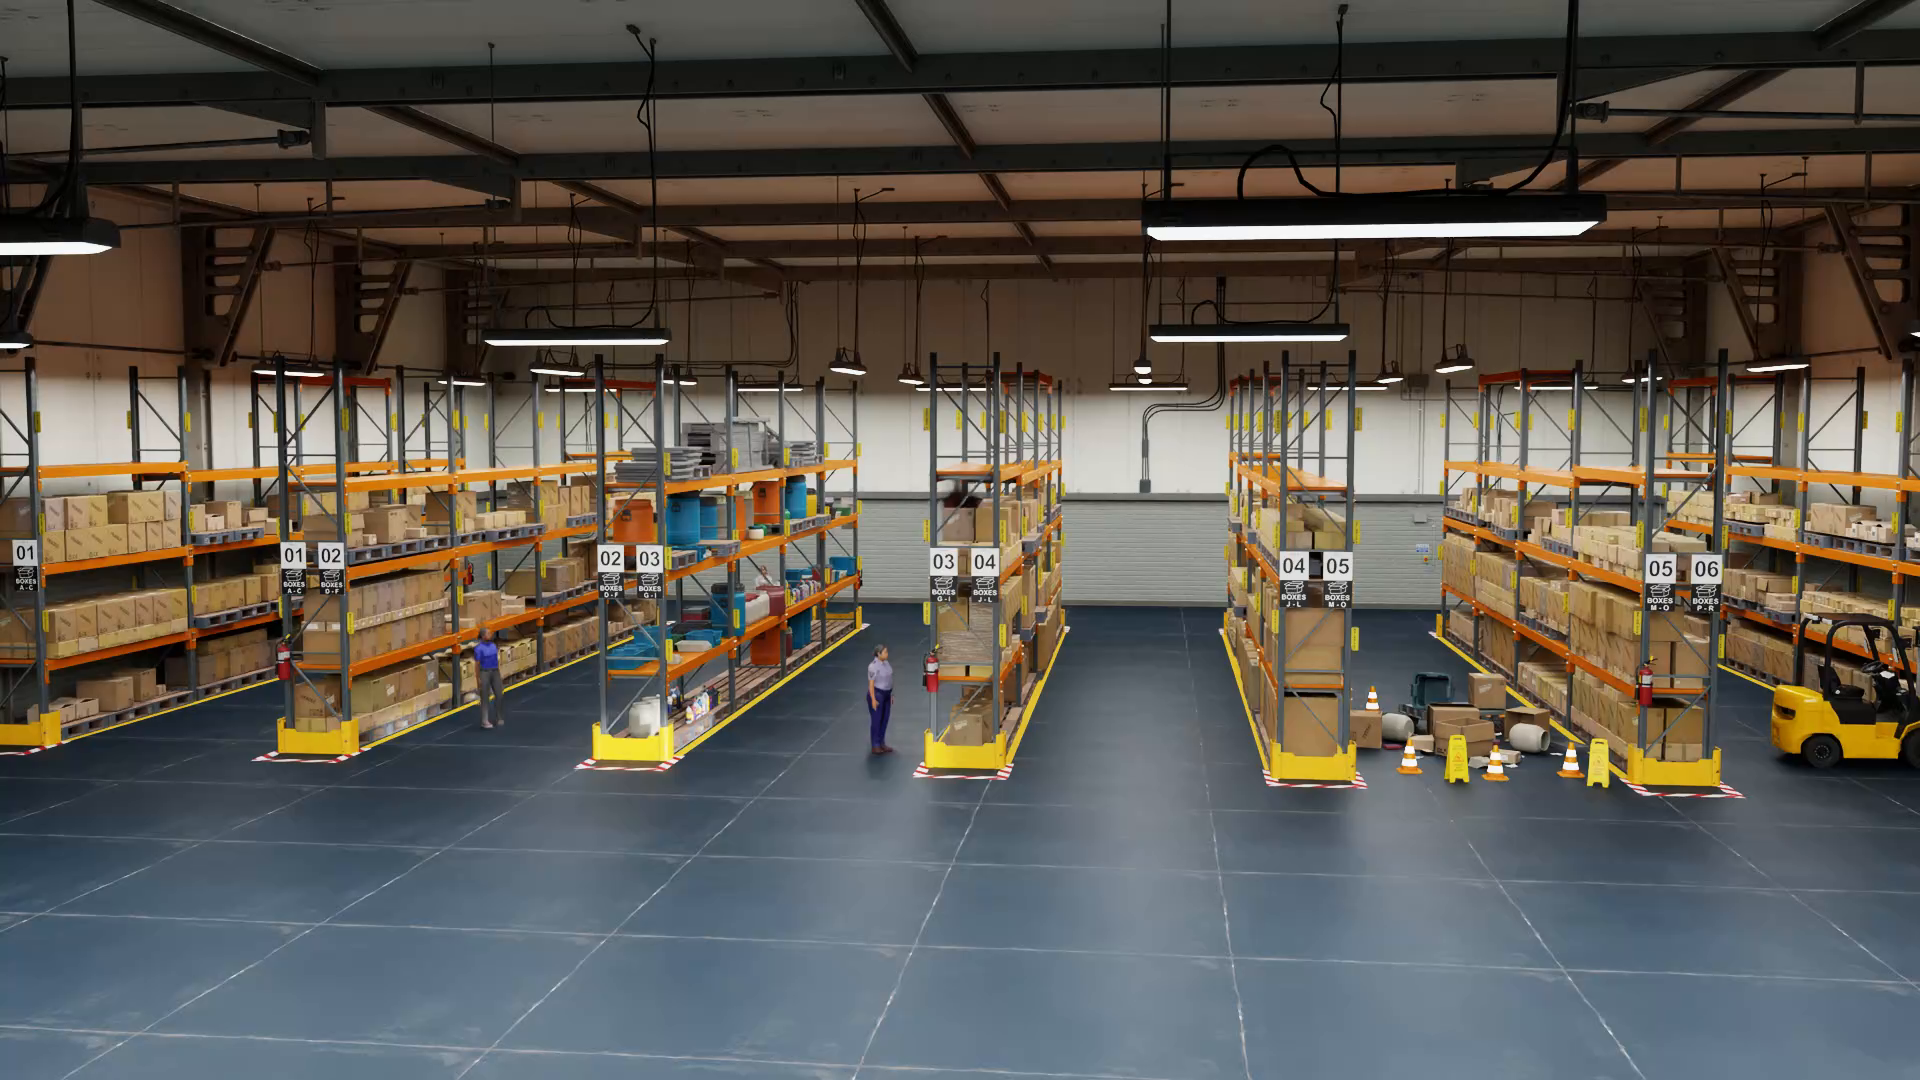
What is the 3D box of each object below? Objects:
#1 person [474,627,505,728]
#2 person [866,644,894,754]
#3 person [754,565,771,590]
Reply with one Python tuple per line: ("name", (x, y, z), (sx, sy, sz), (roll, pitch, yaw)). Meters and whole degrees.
("person", (-7.740, 2.267, 27.348), (0.546, 1.682, 0.371), (-4, 5, -41))
("person", (-1.207, 2.399, 25.220), (0.368, 1.654, 0.511), (2, 5, 29))
("person", (-4.714, 1.375, 40.094), (0.502, 1.556, 0.781), (1, 4, 16))
